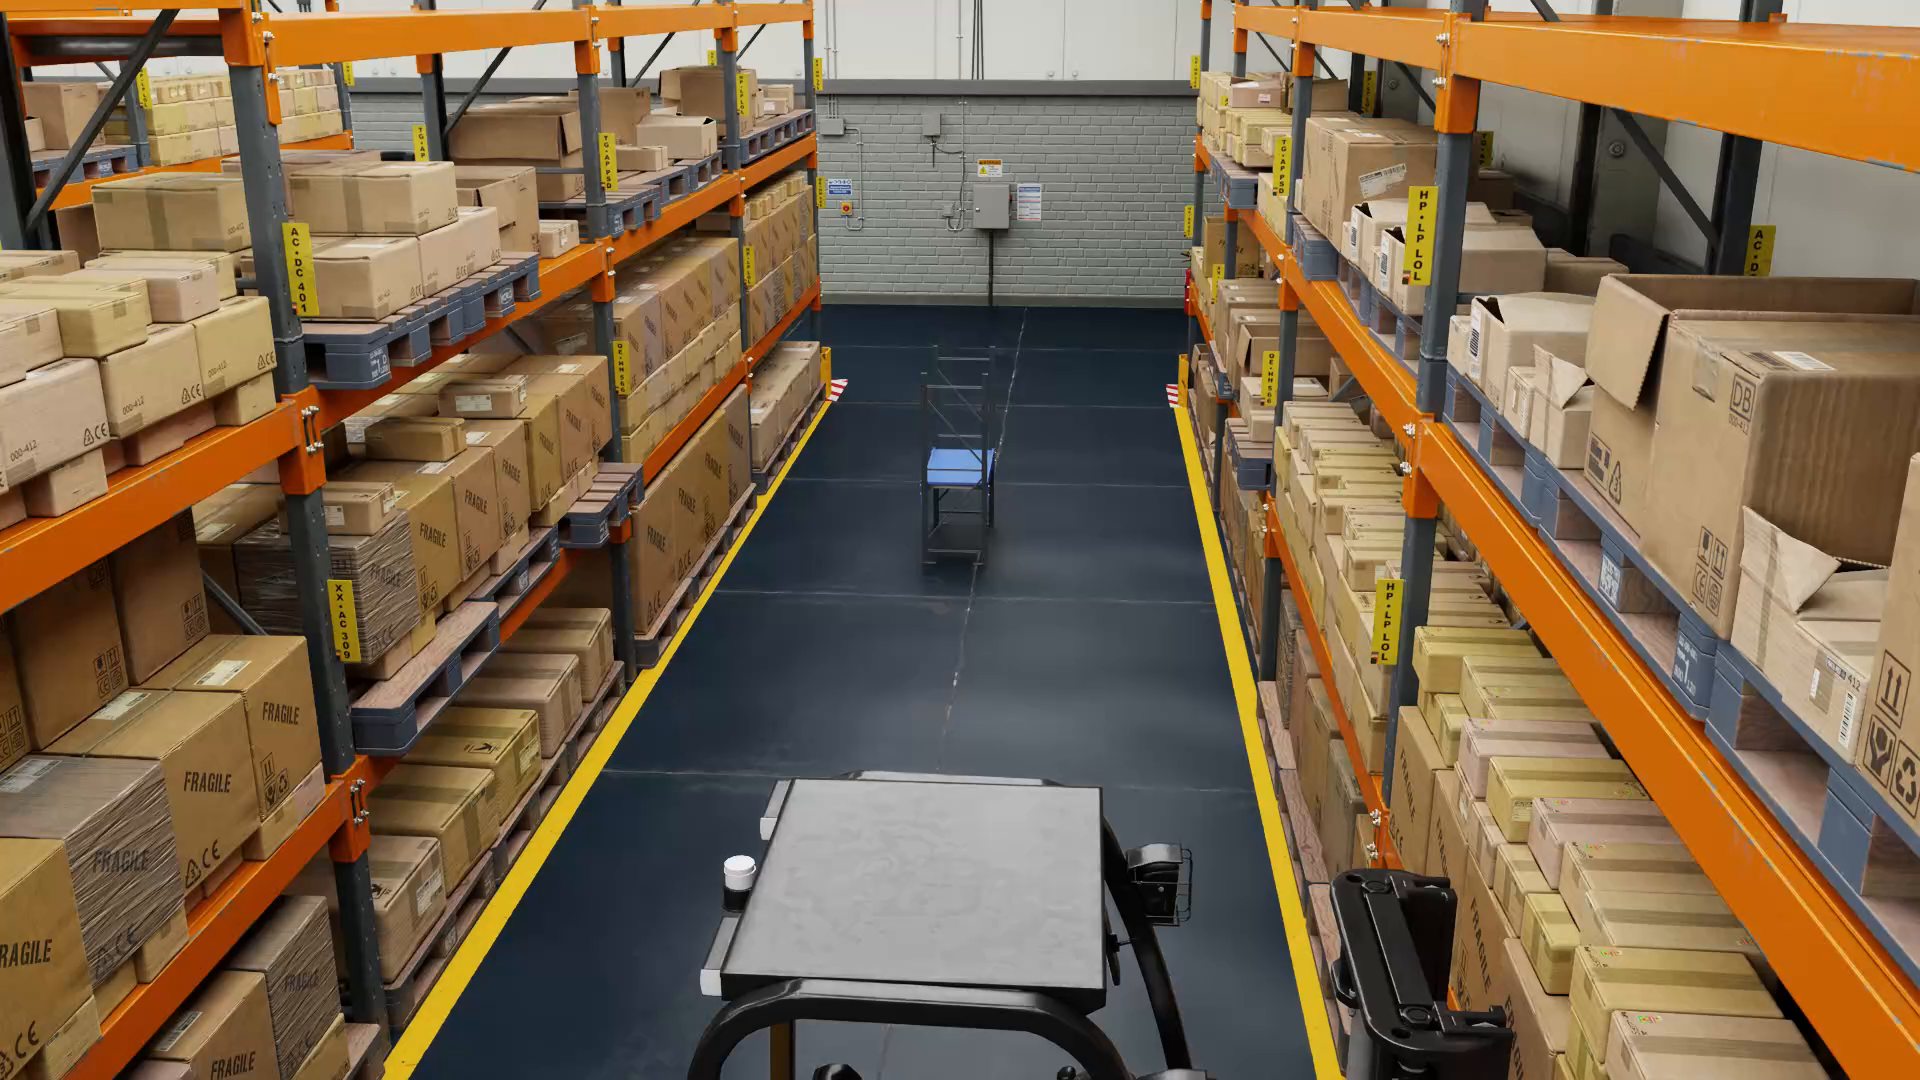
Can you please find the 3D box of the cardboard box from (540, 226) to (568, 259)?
[{"bbox_3d":[-2.409,-1.661,9.262,0.380,0.149,0.250,1,18,4],"label":"cardboard box"}]

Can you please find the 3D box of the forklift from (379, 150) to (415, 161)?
[{"bbox_3d":[-4.920,-1.693,13.882,1.130,2.935,3.031,2,18,7],"label":"forklift"}]

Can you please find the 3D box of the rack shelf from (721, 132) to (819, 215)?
[{"bbox_3d":[-2.156,-3.482,15.571,1.077,0.370,4.000,1,18,4],"label":"rack shelf"}]

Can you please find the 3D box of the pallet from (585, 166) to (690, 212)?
[{"bbox_3d":[-2.515,-2.419,11.475,1.003,0.211,1.213,2,18,6],"label":"pallet"}]

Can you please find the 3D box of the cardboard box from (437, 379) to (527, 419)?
[{"bbox_3d":[-2.422,-0.717,8.441,0.380,0.149,0.250,0,18,1],"label":"cardboard box"}]

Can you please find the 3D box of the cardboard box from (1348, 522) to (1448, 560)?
[{"bbox_3d":[1.920,0.030,7.312,0.380,0.149,0.250,1,18,3],"label":"cardboard box"}]

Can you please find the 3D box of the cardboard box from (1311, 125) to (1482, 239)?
[{"bbox_3d":[2.134,-1.767,8.186,0.700,0.500,0.500,1,18,3],"label":"cardboard box"}]

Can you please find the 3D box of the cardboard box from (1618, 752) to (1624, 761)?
[{"bbox_3d":[2.329,0.645,5.434,0.380,0.149,0.250,1,18,2],"label":"cardboard box"}]

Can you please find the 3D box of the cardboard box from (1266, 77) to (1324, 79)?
[{"bbox_3d":[3.121,-4.177,15.497,0.500,0.250,0.500,1,18,4],"label":"cardboard box"}]

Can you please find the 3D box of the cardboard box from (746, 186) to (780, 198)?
[{"bbox_3d":[-1.913,-3.256,15.735,0.380,0.149,0.250,2,18,6],"label":"cardboard box"}]

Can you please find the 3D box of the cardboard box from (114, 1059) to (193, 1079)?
[{"bbox_3d":[-2.717,1.964,5.149,0.500,0.500,0.500,2,18,7],"label":"cardboard box"}]

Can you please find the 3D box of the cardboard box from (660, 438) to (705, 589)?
[{"bbox_3d":[-2.385,-0.215,11.998,0.875,0.875,0.875,2,18,5],"label":"cardboard box"}]

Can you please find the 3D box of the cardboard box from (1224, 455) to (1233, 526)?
[{"bbox_3d":[2.365,-0.369,13.071,0.500,0.500,0.500,1,18,3],"label":"cardboard box"}]

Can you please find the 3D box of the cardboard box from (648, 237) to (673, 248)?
[{"bbox_3d":[-2.617,-2.170,13.462,0.500,0.500,0.500,1,18,5],"label":"cardboard box"}]

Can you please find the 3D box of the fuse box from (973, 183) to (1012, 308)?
[{"bbox_3d":[0.453,-4.067,23.087,0.539,1.711,0.414,1,18,4],"label":"fuse box"}]

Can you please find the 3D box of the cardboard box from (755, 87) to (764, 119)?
[{"bbox_3d":[-2.170,-4.186,15.872,0.500,0.311,0.500,2,18,5],"label":"cardboard box"}]

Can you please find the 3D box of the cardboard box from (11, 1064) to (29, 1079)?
[{"bbox_3d":[-2.768,1.485,4.477,0.380,0.149,0.250,1,18,2],"label":"cardboard box"}]

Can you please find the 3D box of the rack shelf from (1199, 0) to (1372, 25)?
[{"bbox_3d":[2.795,-4.796,14.770,1.077,0.370,4.000,1,18,4],"label":"rack shelf"}]

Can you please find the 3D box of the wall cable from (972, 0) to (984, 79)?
[{"bbox_3d":[1.640,-7.570,22.013,2.988,3.039,0.133,1,18,4],"label":"wall cable"}]

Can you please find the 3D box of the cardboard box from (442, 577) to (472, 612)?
[{"bbox_3d":[-2.487,0.216,7.674,0.380,0.149,0.250,2,18,5],"label":"cardboard box"}]

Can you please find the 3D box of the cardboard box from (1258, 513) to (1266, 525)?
[{"bbox_3d":[2.200,-0.071,11.120,0.380,0.149,0.250,1,18,2],"label":"cardboard box"}]

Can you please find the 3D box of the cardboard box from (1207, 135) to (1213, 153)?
[{"bbox_3d":[2.477,-3.648,15.326,0.380,0.149,0.250,1,18,4],"label":"cardboard box"}]

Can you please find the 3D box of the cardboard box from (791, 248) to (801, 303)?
[{"bbox_3d":[-1.861,-2.596,16.368,0.500,0.500,0.500,2,18,6],"label":"cardboard box"}]

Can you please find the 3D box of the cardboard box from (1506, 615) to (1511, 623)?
[{"bbox_3d":[2.371,0.499,6.522,0.500,0.250,0.500,1,18,3],"label":"cardboard box"}]

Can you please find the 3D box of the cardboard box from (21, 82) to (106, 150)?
[{"bbox_3d":[-7.380,-3.414,13.372,0.700,0.500,0.500,1,18,4],"label":"cardboard box"}]

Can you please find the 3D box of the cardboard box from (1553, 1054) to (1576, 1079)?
[{"bbox_3d":[1.648,1.533,3.767,0.500,0.500,0.500,1,18,3],"label":"cardboard box"}]

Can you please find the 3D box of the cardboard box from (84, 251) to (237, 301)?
[{"bbox_3d":[-2.678,-0.874,5.580,0.380,0.149,0.250,2,18,5],"label":"cardboard box"}]

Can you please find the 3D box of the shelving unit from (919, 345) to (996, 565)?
[{"bbox_3d":[-0.006,-0.686,13.109,0.538,1.500,1.048,1,18,4],"label":"shelving unit"}]

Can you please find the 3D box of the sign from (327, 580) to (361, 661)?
[{"bbox_3d":[-2.331,0.306,6.283,0.100,0.325,0.005,1,18,4],"label":"sign"}]

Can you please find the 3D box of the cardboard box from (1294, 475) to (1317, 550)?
[{"bbox_3d":[1.997,-0.142,8.476,0.500,0.250,0.500,1,18,3],"label":"cardboard box"}]

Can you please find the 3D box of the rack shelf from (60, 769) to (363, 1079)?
[{"bbox_3d":[-3.016,1.670,4.664,1.077,0.370,4.000,1,18,4],"label":"rack shelf"}]

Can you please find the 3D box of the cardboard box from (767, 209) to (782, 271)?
[{"bbox_3d":[-1.933,-2.758,15.257,0.500,0.500,0.500,2,18,5],"label":"cardboard box"}]

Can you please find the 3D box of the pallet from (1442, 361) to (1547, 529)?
[{"bbox_3d":[2.043,-0.301,4.849,1.003,0.211,1.213,1,18,4],"label":"pallet"}]

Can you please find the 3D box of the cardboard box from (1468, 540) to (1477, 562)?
[{"bbox_3d":[2.449,0.040,7.280,0.380,0.149,0.250,1,18,4],"label":"cardboard box"}]

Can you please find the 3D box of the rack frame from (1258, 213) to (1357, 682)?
[{"bbox_3d":[2.365,-0.425,9.904,1.000,3.000,0.127,1,18,4],"label":"rack frame"}]

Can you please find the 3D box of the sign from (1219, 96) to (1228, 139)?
[{"bbox_3d":[2.110,-3.349,13.178,0.100,0.325,0.005,1,18,4],"label":"sign"}]

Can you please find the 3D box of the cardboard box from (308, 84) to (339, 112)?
[{"bbox_3d":[-6.736,-4.542,17.088,0.500,0.250,0.500,1,18,2],"label":"cardboard box"}]

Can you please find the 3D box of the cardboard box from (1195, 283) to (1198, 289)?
[{"bbox_3d":[2.642,-2.695,17.233,0.380,0.149,0.250,1,18,3],"label":"cardboard box"}]

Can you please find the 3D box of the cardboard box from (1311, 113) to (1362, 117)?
[{"bbox_3d":[2.714,-3.027,12.119,0.380,0.149,0.250,2,18,5],"label":"cardboard box"}]

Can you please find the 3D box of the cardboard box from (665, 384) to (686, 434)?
[{"bbox_3d":[-2.237,-0.933,11.694,0.500,0.250,0.500,2,18,6],"label":"cardboard box"}]

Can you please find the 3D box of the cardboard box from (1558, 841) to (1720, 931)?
[{"bbox_3d":[1.746,0.892,4.204,0.380,0.149,0.250,1,18,4],"label":"cardboard box"}]

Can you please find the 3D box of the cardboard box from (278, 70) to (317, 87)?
[{"bbox_3d":[-6.782,-4.695,16.916,0.380,0.149,0.250,2,18,5],"label":"cardboard box"}]

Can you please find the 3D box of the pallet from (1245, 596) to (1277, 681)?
[{"bbox_3d":[2.457,0.669,11.044,1.003,0.211,1.213,1,18,4],"label":"pallet"}]

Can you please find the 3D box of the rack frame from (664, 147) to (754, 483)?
[{"bbox_3d":[-2.299,-1.777,14.030,1.000,3.000,0.127,1,18,4],"label":"rack frame"}]

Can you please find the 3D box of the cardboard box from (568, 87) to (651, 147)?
[{"bbox_3d":[-2.652,-3.183,12.667,0.500,0.500,0.500,1,18,3],"label":"cardboard box"}]

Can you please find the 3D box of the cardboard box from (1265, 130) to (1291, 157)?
[{"bbox_3d":[2.172,-2.548,10.689,0.380,0.149,0.250,1,18,3],"label":"cardboard box"}]

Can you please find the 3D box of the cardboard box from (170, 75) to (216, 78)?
[{"bbox_3d":[-7.381,-4.385,15.970,0.380,0.149,0.250,2,18,6],"label":"cardboard box"}]

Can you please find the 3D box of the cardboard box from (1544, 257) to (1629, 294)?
[{"bbox_3d":[2.335,-0.996,6.395,0.380,0.149,0.250,1,18,4],"label":"cardboard box"}]

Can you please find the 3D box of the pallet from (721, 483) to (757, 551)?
[{"bbox_3d":[-2.279,-0.211,13.728,1.003,0.211,1.213,1,18,4],"label":"pallet"}]

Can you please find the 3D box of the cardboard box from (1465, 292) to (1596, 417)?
[{"bbox_3d":[1.776,-0.560,4.807,0.500,0.311,0.500,2,18,5],"label":"cardboard box"}]

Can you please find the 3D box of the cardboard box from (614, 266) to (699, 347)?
[{"bbox_3d":[-2.189,-1.677,11.957,0.500,0.500,0.500,2,18,5],"label":"cardboard box"}]

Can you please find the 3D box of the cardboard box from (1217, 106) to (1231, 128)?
[{"bbox_3d":[2.193,-3.279,12.887,0.380,0.149,0.250,2,18,6],"label":"cardboard box"}]

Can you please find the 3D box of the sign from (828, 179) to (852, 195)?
[{"bbox_3d":[-1.675,-4.920,23.187,0.327,0.218,0.001,1,18,4],"label":"sign"}]

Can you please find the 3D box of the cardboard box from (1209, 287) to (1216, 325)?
[{"bbox_3d":[2.466,-2.057,14.648,0.500,0.250,0.500,1,18,4],"label":"cardboard box"}]

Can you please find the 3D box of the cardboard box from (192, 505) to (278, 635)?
[{"bbox_3d":[-3.068,0.170,6.774,0.500,0.500,0.500,1,18,3],"label":"cardboard box"}]

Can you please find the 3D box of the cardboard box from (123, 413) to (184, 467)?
[{"bbox_3d":[-2.691,-0.338,5.222,0.380,0.149,0.250,1,18,4],"label":"cardboard box"}]
